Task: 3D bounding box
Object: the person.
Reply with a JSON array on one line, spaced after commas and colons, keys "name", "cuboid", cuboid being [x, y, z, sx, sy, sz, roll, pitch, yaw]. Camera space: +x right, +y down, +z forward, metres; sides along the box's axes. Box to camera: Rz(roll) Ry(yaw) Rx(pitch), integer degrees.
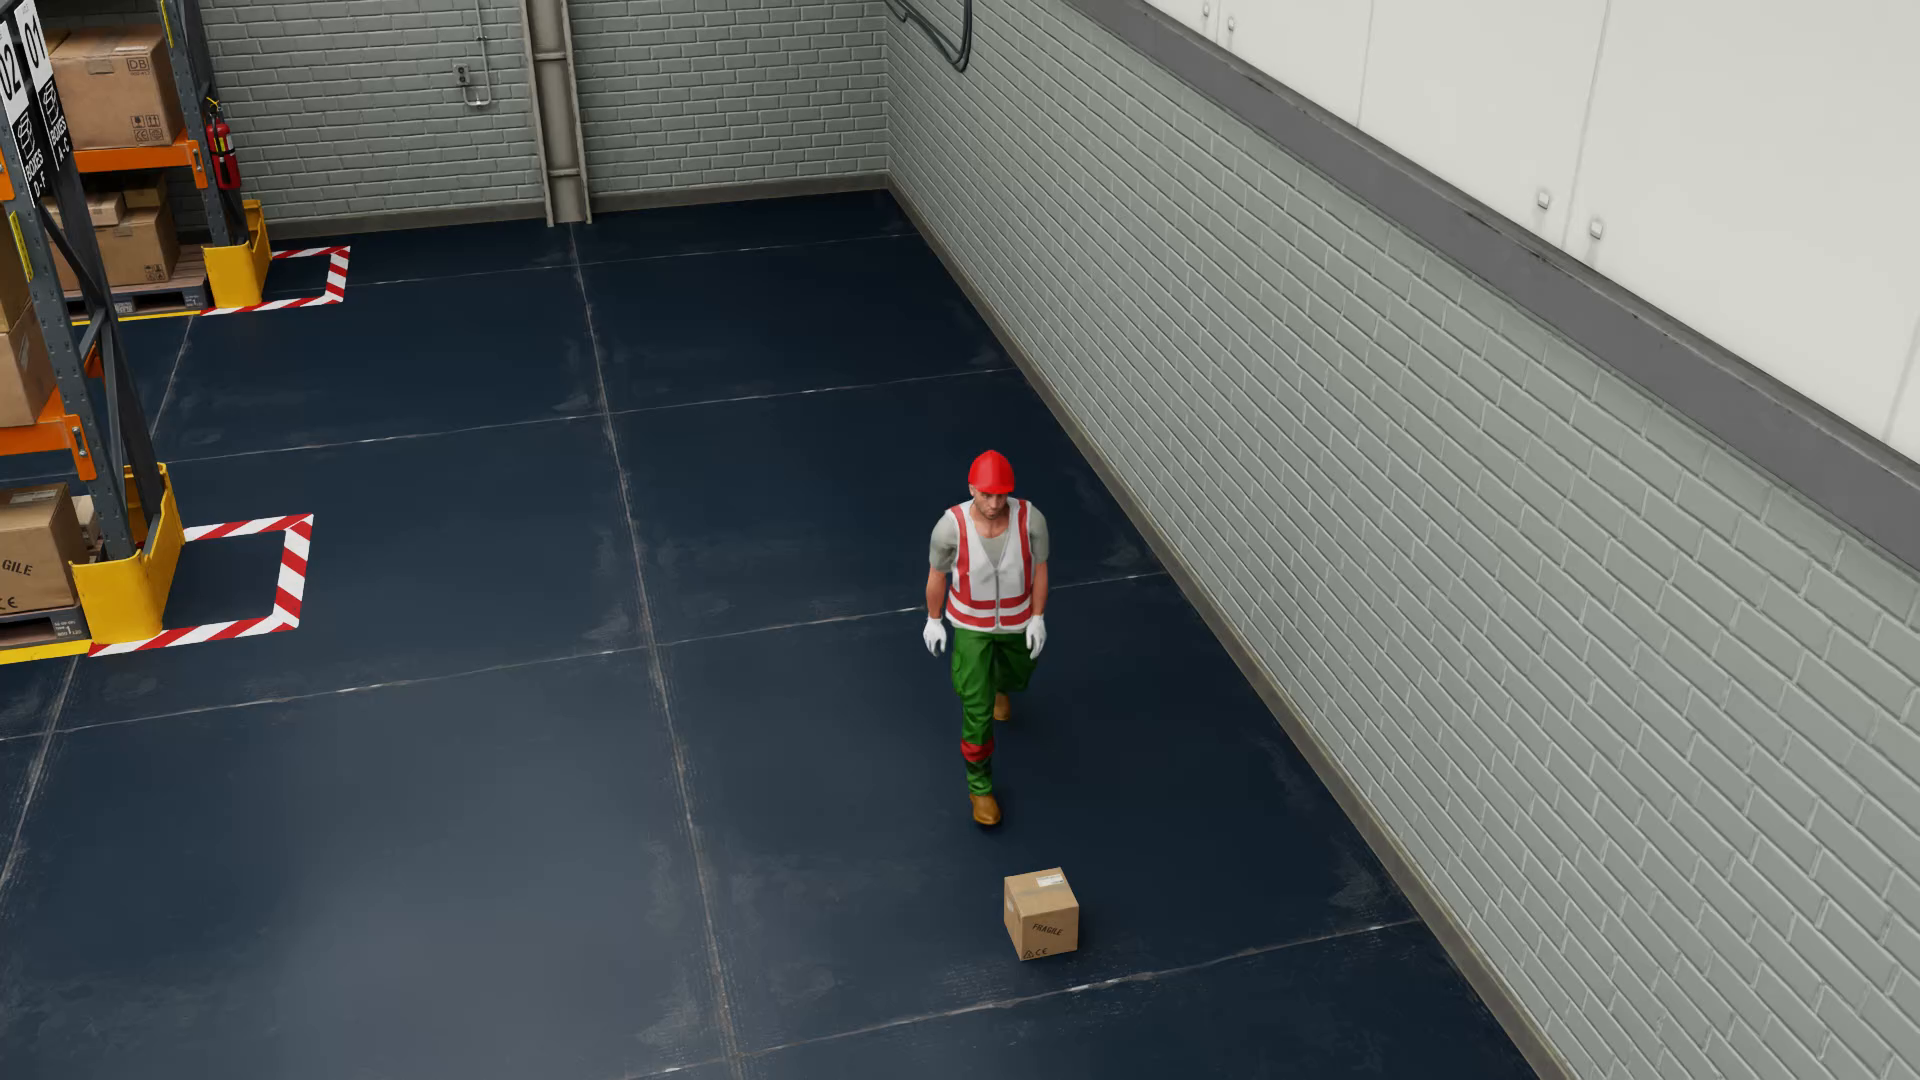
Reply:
[{"name": "person", "cuboid": [0.114, 0.342, 7.636, 0.565, 1.756, 0.986, -7, 31, -11]}]
